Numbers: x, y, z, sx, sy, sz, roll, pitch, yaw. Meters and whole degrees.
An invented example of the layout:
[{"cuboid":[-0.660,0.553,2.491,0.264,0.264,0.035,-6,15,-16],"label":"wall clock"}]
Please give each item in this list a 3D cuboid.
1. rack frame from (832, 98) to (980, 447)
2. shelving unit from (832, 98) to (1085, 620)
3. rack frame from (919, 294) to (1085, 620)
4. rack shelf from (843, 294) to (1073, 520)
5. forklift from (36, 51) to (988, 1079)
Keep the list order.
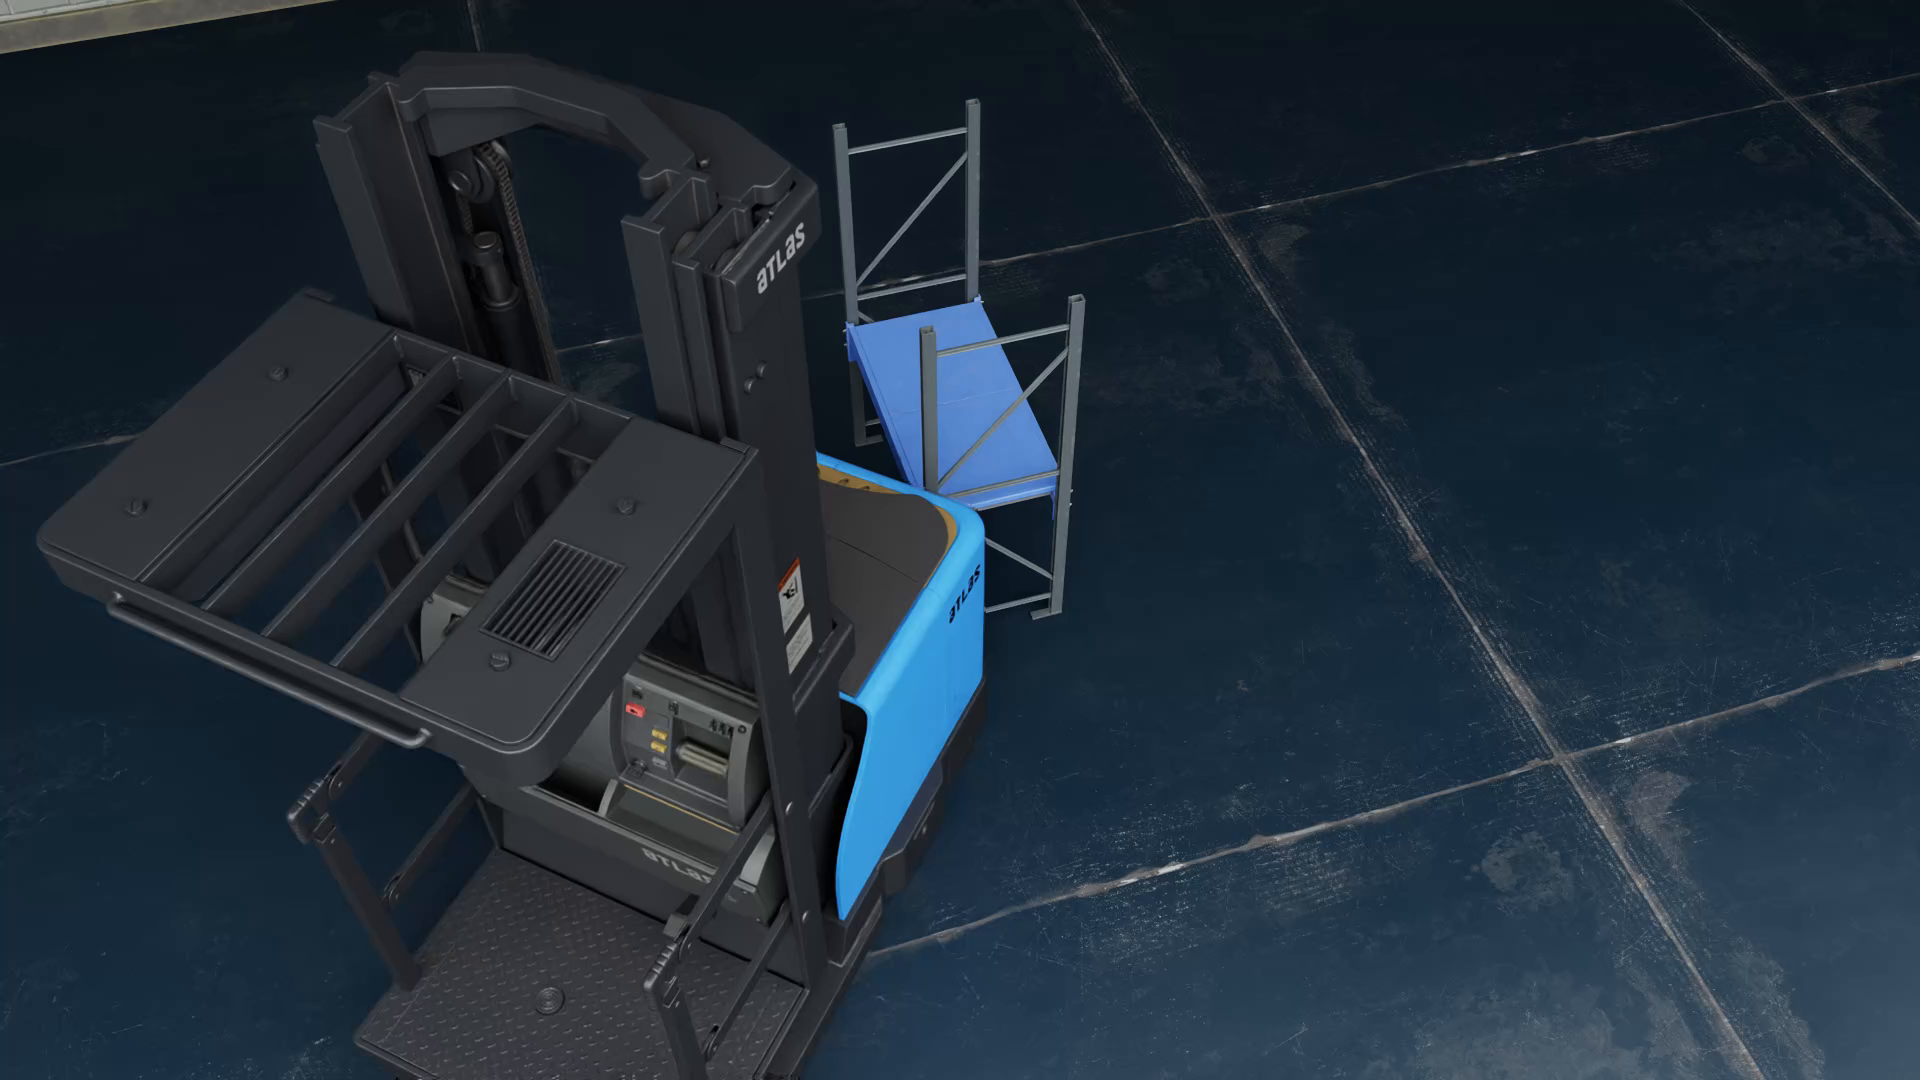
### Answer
[{"cuboid":[-0.176,-0.917,6.042,0.500,1.500,0.032,-13,51,-11],"label":"rack frame"},{"cuboid":[-0.025,-0.546,5.729,0.538,1.500,1.048,-13,51,-11],"label":"shelving unit"},{"cuboid":[0.125,-0.174,5.416,0.500,1.500,0.032,-13,51,-11],"label":"rack frame"},{"cuboid":[-0.025,-0.430,5.867,0.538,0.185,1.000,-13,51,-11],"label":"rack shelf"},{"cuboid":[-0.999,0.523,3.892,1.130,2.935,3.031,20,53,16],"label":"forklift"}]
